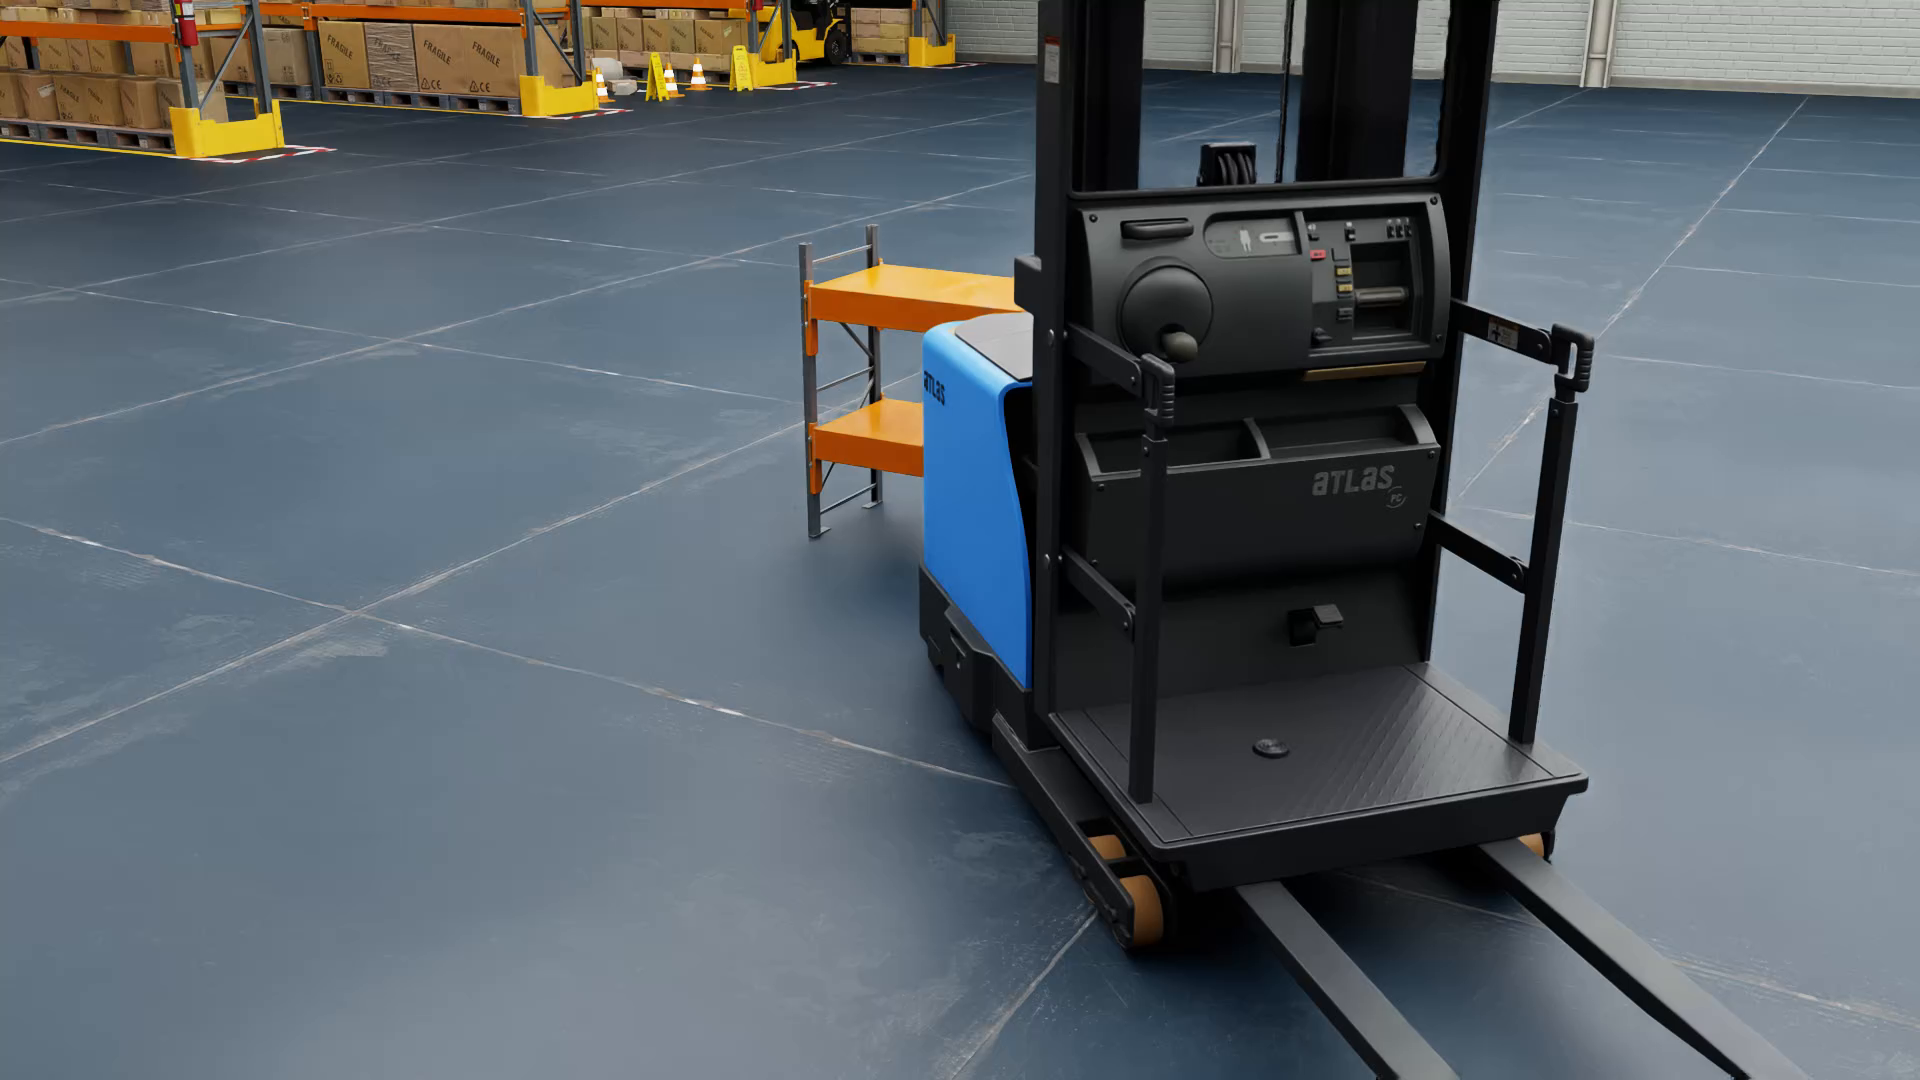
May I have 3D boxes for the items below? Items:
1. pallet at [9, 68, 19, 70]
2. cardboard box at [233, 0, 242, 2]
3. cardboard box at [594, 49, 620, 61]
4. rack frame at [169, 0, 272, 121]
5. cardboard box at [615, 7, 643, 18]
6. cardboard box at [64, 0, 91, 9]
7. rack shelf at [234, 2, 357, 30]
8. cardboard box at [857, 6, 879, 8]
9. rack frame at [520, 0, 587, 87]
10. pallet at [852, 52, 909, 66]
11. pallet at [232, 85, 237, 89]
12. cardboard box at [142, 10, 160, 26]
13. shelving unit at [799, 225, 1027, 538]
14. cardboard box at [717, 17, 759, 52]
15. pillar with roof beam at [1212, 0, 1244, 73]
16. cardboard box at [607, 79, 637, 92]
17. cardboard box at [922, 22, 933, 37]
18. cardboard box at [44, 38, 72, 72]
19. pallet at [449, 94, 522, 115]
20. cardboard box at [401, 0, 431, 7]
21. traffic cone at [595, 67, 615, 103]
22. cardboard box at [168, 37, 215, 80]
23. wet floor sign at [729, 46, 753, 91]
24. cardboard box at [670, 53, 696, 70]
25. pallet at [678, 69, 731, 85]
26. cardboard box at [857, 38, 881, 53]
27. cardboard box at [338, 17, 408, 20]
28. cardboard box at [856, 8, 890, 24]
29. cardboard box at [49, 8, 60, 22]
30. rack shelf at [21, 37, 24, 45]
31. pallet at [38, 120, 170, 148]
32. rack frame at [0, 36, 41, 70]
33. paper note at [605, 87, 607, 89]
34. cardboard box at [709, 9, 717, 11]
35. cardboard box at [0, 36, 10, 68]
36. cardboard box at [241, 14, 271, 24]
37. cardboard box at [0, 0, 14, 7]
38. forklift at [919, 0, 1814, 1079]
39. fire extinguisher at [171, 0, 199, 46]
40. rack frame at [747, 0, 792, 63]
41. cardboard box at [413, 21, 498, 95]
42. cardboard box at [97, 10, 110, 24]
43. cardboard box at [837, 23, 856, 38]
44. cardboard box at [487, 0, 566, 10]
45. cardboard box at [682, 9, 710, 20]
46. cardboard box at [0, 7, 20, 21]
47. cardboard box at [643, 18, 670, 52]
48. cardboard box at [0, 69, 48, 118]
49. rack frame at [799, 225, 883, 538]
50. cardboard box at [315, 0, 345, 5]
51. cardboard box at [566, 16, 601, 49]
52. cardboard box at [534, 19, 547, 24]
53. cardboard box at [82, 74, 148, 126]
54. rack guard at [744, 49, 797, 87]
[{"bbox_3d":[-15.063,-7.599,27.004,1.213,0.211,1.003,11,23,27],"label":"pallet"},{"bbox_3d":[-10.228,-7.931,23.683,0.500,0.500,0.500,11,23,28],"label":"cardboard box"},{"bbox_3d":[-5.579,-7.840,26.995,0.500,0.250,0.500,12,23,30],"label":"cardboard box"},{"bbox_3d":[-7.774,-5.583,17.359,0.127,3.000,1.000,11,23,27],"label":"rack frame"},{"bbox_3d":[-5.284,-8.415,26.531,0.250,0.149,0.380,12,23,30],"label":"cardboard box"},{"bbox_3d":[-9.152,-6.013,17.961,0.500,0.500,0.875,11,23,27],"label":"cardboard box"},{"bbox_3d":[-10.505,-7.703,24.256,4.000,0.370,1.077,11,23,27],"label":"rack shelf"},{"bbox_3d":[-1.721,-9.691,30.634,0.500,0.250,0.500,11,22,27],"label":"cardboard box"},{"bbox_3d":[-5.267,-7.043,21.383,0.127,3.000,1.000,11,23,27],"label":"rack frame"},{"bbox_3d":[-1.212,-8.816,30.359,1.213,0.211,1.003,11,23,27],"label":"pallet"},{"bbox_3d":[-11.600,-6.909,25.103,1.213,0.211,1.003,11,23,27],"label":"pallet"},{"bbox_3d":[-8.342,-5.493,17.478,0.250,0.149,0.380,11,23,27],"label":"cardboard box"},{"bbox_3d":[-0.006,-0.530,6.176,1.048,1.125,0.538,11,23,27],"label":"shelving unit"},{"bbox_3d":[-3.532,-8.011,26.368,0.500,0.500,0.500,10,22,26],"label":"cardboard box"},{"bbox_3d":[2.446,-10.937,23.319,0.400,9.000,9.100,11,23,27],"label":"pillar with roof beam"},{"bbox_3d":[-5.070,-6.810,24.921,0.380,0.149,0.250,-11,23,-29],"label":"cardboard box"},{"bbox_3d":[-0.833,-9.292,30.265,0.500,0.250,0.500,11,23,28],"label":"cardboard box"},{"bbox_3d":[-13.875,-7.598,25.963,0.500,0.500,0.500,10,22,25],"label":"cardboard box"},{"bbox_3d":[-6.004,-5.842,22.161,1.213,0.211,1.003,11,23,27],"label":"pallet"},{"bbox_3d":[-7.015,-7.453,22.293,0.500,0.550,0.875,11,23,27],"label":"cardboard box"},{"bbox_3d":[-5.038,-6.362,23.224,0.334,0.463,0.336,11,23,27],"label":"traffic cone"},{"bbox_3d":[-10.999,-7.241,24.612,0.750,0.750,1.050,11,23,28],"label":"cardboard box"},{"bbox_3d":[-3.297,-7.077,24.928,0.267,0.644,0.232,-16,26,-38],"label":"wet floor sign"},{"bbox_3d":[-4.227,-7.581,26.283,0.500,0.250,0.500,11,23,27],"label":"cardboard box"},{"bbox_3d":[-3.700,-7.381,26.403,1.213,0.211,1.003,11,23,27],"label":"pallet"},{"bbox_3d":[-1.518,-8.986,30.156,0.500,0.250,0.500,11,23,27],"label":"cardboard box"},{"bbox_3d":[-10.488,-9.202,29.835,0.875,0.875,0.875,11,22,27],"label":"cardboard box"},{"bbox_3d":[-1.527,-9.454,29.978,0.500,0.250,0.500,11,23,28],"label":"cardboard box"},{"bbox_3d":[-9.669,-5.732,18.136,0.250,0.149,0.380,11,23,27],"label":"cardboard box"},{"bbox_3d":[-13.013,-6.243,20.232,4.000,0.370,1.077,11,23,27],"label":"rack shelf"},{"bbox_3d":[-9.594,-4.634,18.831,1.213,0.211,1.003,11,23,27],"label":"pallet"},{"bbox_3d":[-11.267,-6.249,19.192,0.127,3.000,1.000,11,23,27],"label":"rack frame"},{"bbox_3d":[-5.406,-6.883,25.312,0.148,0.019,0.142,-16,26,-38],"label":"paper note"},{"bbox_3d":[-5.151,-9.973,32.326,0.625,0.625,0.875,11,22,27],"label":"cardboard box"},{"bbox_3d":[-15.228,-7.859,26.683,0.500,0.500,0.500,12,23,29],"label":"cardboard box"},{"bbox_3d":[-12.837,-9.649,31.065,0.875,0.875,0.875,12,23,29],"label":"cardboard box"},{"bbox_3d":[-10.485,-6.249,18.609,0.500,0.500,0.875,11,23,27],"label":"cardboard box"},{"bbox_3d":[0.795,-0.597,3.714,1.130,2.935,3.031,-6,21,-16],"label":"forklift"},{"bbox_3d":[-7.899,-5.391,16.941,0.183,0.674,0.296,11,23,27],"label":"fire extinguisher"},{"bbox_3d":[-2.941,-8.534,25.492,0.127,3.000,1.000,11,23,27],"label":"rack frame"},{"bbox_3d":[-6.661,-6.481,22.332,0.875,0.875,0.875,10,22,26],"label":"cardboard box"},{"bbox_3d":[-8.994,-5.619,17.826,0.250,0.149,0.380,11,23,27],"label":"cardboard box"},{"bbox_3d":[-1.995,-9.306,30.304,0.500,0.250,0.500,10,22,26],"label":"cardboard box"},{"bbox_3d":[-5.613,-7.162,21.490,0.550,0.550,0.875,11,23,27],"label":"cardboard box"},{"bbox_3d":[-4.121,-8.193,25.917,0.250,0.149,0.380,12,23,29],"label":"cardboard box"},{"bbox_3d":[-10.361,-5.834,18.417,0.250,0.149,0.380,11,23,27],"label":"cardboard box"},{"bbox_3d":[-4.663,-8.018,26.388,0.500,0.500,0.500,10,22,26],"label":"cardboard box"},{"bbox_3d":[-10.937,-5.193,19.331,0.500,0.500,0.500,10,22,26],"label":"cardboard box"},{"bbox_3d":[-0.450,-0.614,6.409,0.032,1.125,0.500,11,23,27],"label":"rack frame"},{"bbox_3d":[-8.431,-7.721,23.032,0.550,0.550,0.875,11,23,27],"label":"cardboard box"},{"bbox_3d":[-6.050,-8.278,27.103,0.500,0.500,0.500,12,23,30],"label":"cardboard box"},{"bbox_3d":[-8.414,-10.457,33.845,0.500,0.500,0.500,10,22,26],"label":"cardboard box"},{"bbox_3d":[-9.387,-4.914,18.562,0.500,0.500,0.500,13,24,32],"label":"cardboard box"},{"bbox_3d":[-3.008,-7.371,25.953,0.348,0.500,1.175,11,23,27],"label":"rack guard"}]
